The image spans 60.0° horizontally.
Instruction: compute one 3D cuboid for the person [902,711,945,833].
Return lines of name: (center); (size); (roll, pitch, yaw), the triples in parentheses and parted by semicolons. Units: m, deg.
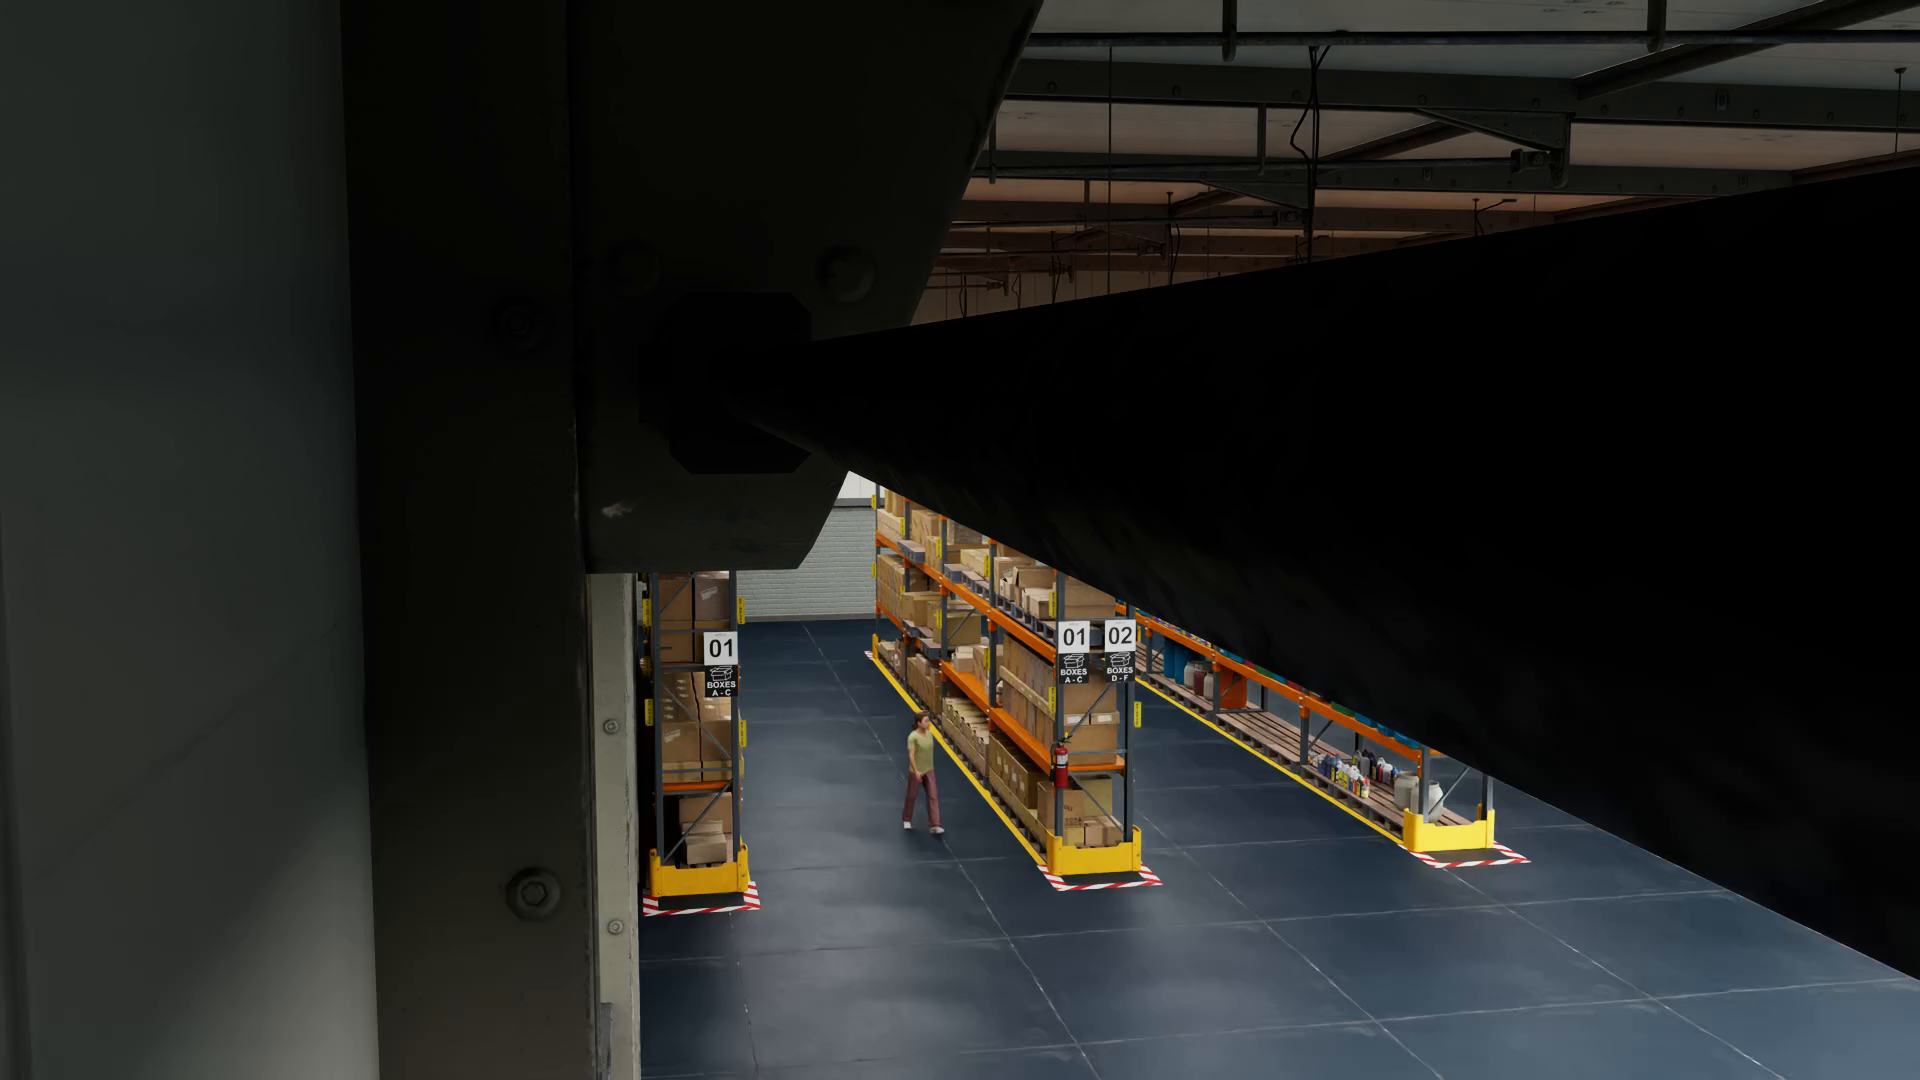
person: (-0.498, 3.168, 22.708); (0.448, 1.639, 0.860); (-4, 7, -33)
